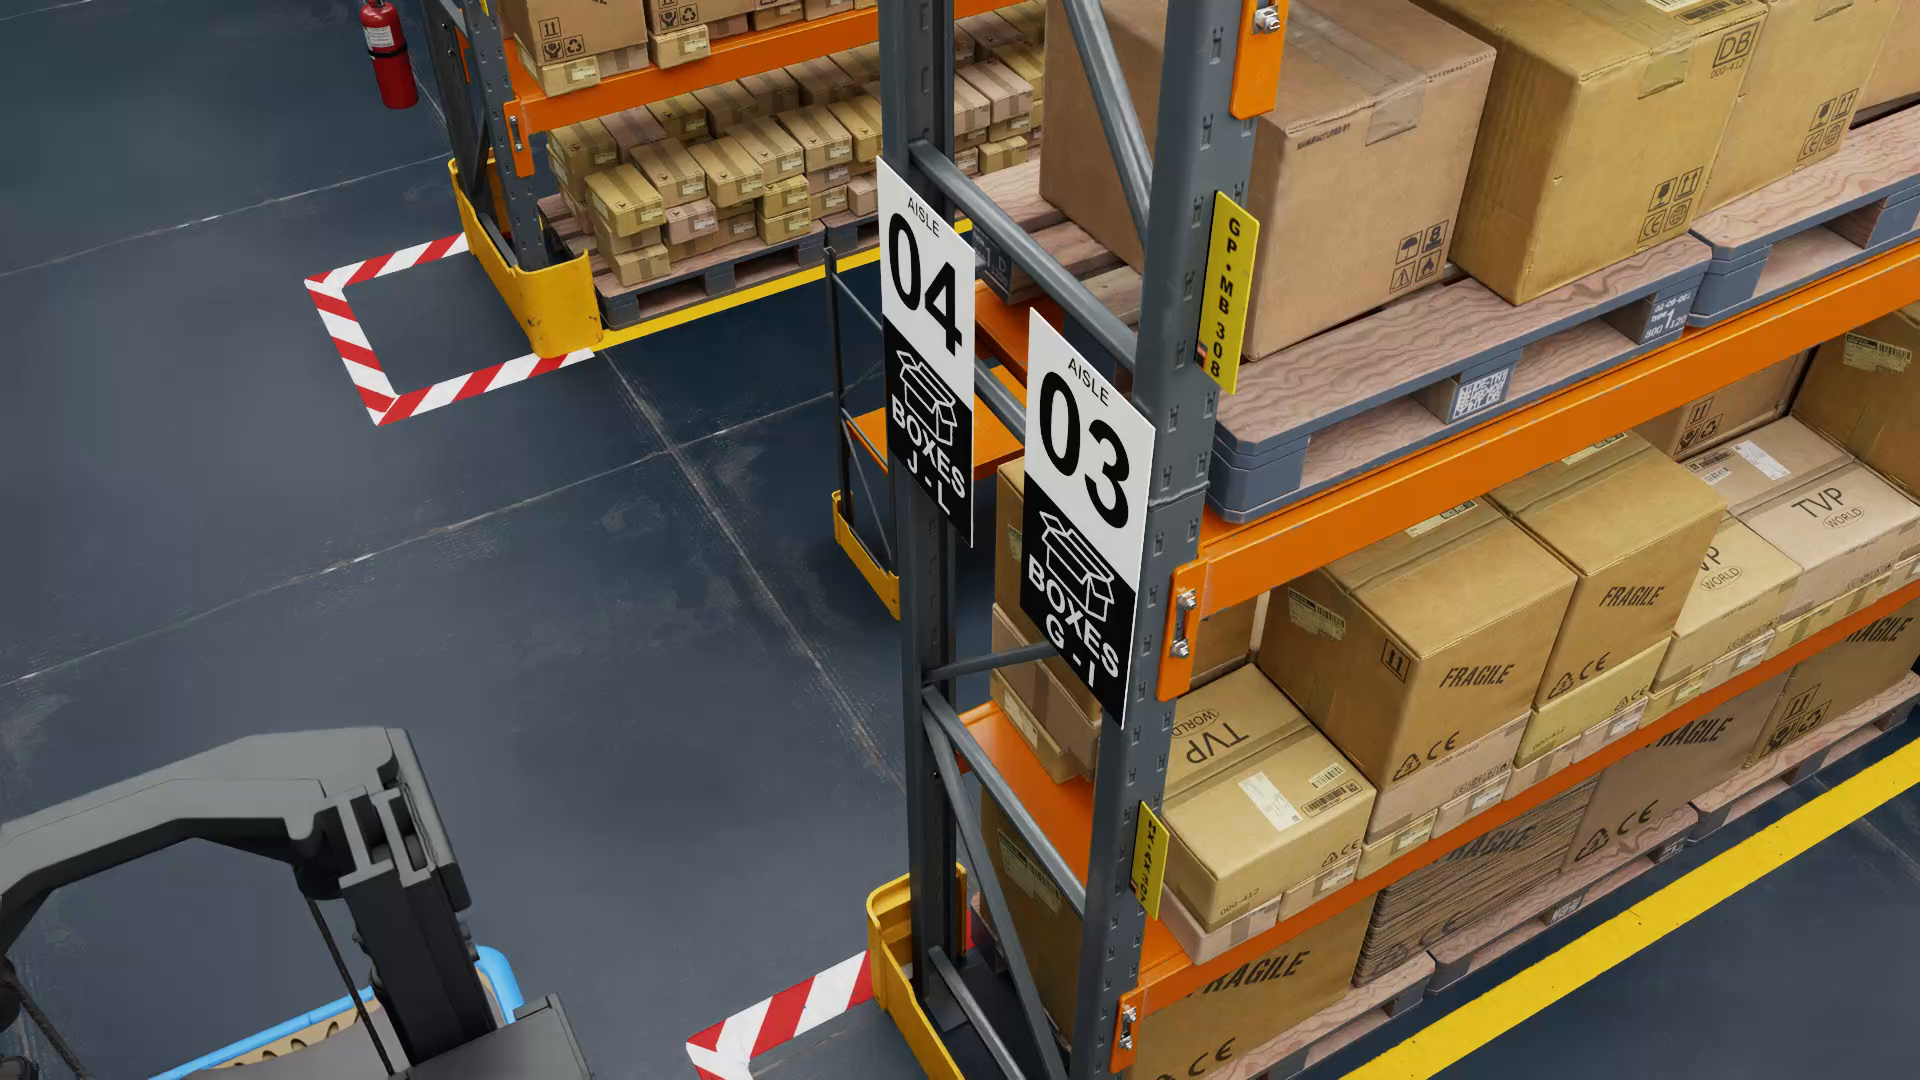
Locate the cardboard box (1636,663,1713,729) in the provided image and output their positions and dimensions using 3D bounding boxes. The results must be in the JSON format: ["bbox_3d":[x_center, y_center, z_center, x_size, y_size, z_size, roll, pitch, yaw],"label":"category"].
[{"bbox_3d":[1.946,0.336,4.859,0.250,0.149,0.380,-23,49,-22],"label":"cardboard box"}]

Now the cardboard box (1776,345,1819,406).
[{"bbox_3d":[2.635,-0.827,5.234,0.500,0.500,0.500,-22,48,-21],"label":"cardboard box"}]

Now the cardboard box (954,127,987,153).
[{"bbox_3d":[-0.061,-2.233,8.858,0.250,0.149,0.380,-24,49,-23],"label":"cardboard box"}]

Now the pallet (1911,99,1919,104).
[{"bbox_3d":[2.894,-1.450,4.430,1.213,0.211,1.003,-22,48,-21],"label":"pallet"}]

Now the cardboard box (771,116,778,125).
[{"bbox_3d":[-1.035,-2.284,8.911,0.250,0.149,0.380,-21,48,-20],"label":"cardboard box"}]

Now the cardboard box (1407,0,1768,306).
[{"bbox_3d":[1.113,-0.929,3.384,0.500,0.500,0.700,-24,49,-22],"label":"cardboard box"}]

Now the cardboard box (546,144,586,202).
[{"bbox_3d":[-1.927,-1.915,8.531,0.250,0.149,0.380,-23,49,-22],"label":"cardboard box"}]

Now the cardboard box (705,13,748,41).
[{"bbox_3d":[-1.182,-2.497,7.779,0.250,0.149,0.380,-20,47,-19],"label":"cardboard box"}]

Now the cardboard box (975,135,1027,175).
[{"bbox_3d":[0.158,-2.140,8.976,0.250,0.149,0.380,-22,48,-21],"label":"cardboard box"}]

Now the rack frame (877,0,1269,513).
[{"bbox_3d":[0.140,-1.448,2.210,0.127,3.000,1.000,-22,48,-21],"label":"rack frame"}]

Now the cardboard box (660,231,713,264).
[{"bbox_3d":[-1.443,-1.582,8.401,0.250,0.149,0.380,-22,48,-21],"label":"cardboard box"}]

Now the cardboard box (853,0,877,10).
[{"bbox_3d":[-0.471,-2.722,8.011,0.250,0.149,0.380,-20,48,-20],"label":"cardboard box"}]

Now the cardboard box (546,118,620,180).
[{"bbox_3d":[-1.910,-2.003,8.408,0.250,0.149,0.380,-21,48,-20],"label":"cardboard box"}]

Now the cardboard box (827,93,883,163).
[{"bbox_3d":[-0.488,-2.112,8.520,0.250,0.149,0.380,-21,48,-20],"label":"cardboard box"}]

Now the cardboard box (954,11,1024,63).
[{"bbox_3d":[0.146,-2.779,9.207,0.250,0.149,0.380,-23,49,-22],"label":"cardboard box"}]

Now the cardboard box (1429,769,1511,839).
[{"bbox_3d":[1.282,0.601,4.587,0.250,0.149,0.380,-23,48,-22],"label":"cardboard box"}]

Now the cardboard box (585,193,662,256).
[{"bbox_3d":[-1.661,-1.587,8.192,0.250,0.149,0.380,-20,48,-19],"label":"cardboard box"}]

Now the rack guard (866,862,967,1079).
[{"bbox_3d":[0.120,1.610,5.161,0.348,0.500,1.175,-22,48,-21],"label":"rack guard"}]

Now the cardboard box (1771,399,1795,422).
[{"bbox_3d":[2.637,-0.562,5.499,0.500,0.250,0.500,-22,48,-21],"label":"cardboard box"}]

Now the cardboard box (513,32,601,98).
[{"bbox_3d":[-1.799,-2.150,7.421,0.250,0.149,0.380,-22,48,-21],"label":"cardboard box"}]

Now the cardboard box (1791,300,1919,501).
[{"bbox_3d":[2.907,-0.513,4.910,0.500,0.500,0.500,-21,48,-21],"label":"cardboard box"}]

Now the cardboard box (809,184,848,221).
[{"bbox_3d":[-0.781,-1.841,8.668,0.250,0.149,0.380,-22,48,-21],"label":"cardboard box"}]

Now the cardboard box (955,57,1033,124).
[{"bbox_3d":[0.180,-2.378,8.794,0.250,0.149,0.380,-24,49,-23],"label":"cardboard box"}]

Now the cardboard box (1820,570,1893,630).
[{"bbox_3d":[2.615,0.068,5.136,0.250,0.149,0.380,-21,48,-20],"label":"cardboard box"}]

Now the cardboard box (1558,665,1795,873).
[{"bbox_3d":[2.216,0.422,5.815,0.875,0.875,0.875,-22,48,-21],"label":"cardboard box"}]

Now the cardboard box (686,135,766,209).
[{"bbox_3d":[-1.158,-1.822,8.221,0.250,0.149,0.380,-22,48,-21],"label":"cardboard box"}]

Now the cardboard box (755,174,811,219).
[{"bbox_3d":[-0.950,-1.809,8.422,0.250,0.149,0.380,-20,48,-20],"label":"cardboard box"}]

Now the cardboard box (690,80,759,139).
[{"bbox_3d":[-1.246,-2.274,8.687,0.250,0.149,0.380,-24,49,-22],"label":"cardboard box"}]

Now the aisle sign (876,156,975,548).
[{"bbox_3d":[-0.071,-0.384,3.555,0.004,0.787,0.394,-22,48,-21],"label":"aisle sign"}]

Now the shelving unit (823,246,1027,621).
[{"bbox_3d":[0.066,-0.565,6.684,1.083,1.500,0.587,-22,48,-21],"label":"shelving unit"}]

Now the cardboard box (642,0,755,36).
[{"bbox_3d":[-1.265,-2.658,7.479,0.500,0.500,0.500,-22,48,-21],"label":"cardboard box"}]

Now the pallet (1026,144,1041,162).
[{"bbox_3d":[0.661,-2.458,9.561,1.213,0.211,1.003,-22,48,-21],"label":"pallet"}]

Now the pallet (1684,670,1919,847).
[{"bbox_3d":[2.910,0.534,6.478,1.213,0.211,1.003,-22,48,-21],"label":"pallet"}]

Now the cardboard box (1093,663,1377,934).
[{"bbox_3d":[0.691,0.648,4.252,0.500,0.250,0.500,-23,49,-22],"label":"cardboard box"}]

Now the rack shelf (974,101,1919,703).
[{"bbox_3d":[1.875,-0.808,4.220,4.000,0.370,1.077,-22,48,-21],"label":"rack shelf"}]

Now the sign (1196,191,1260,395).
[{"bbox_3d":[0.412,-0.377,2.575,0.005,0.325,0.100,-22,48,-21],"label":"sign"}]

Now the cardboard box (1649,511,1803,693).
[{"bbox_3d":[2.026,0.107,4.809,0.500,0.250,0.500,-23,49,-22],"label":"cardboard box"}]

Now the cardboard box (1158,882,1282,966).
[{"bbox_3d":[0.613,0.871,4.309,0.250,0.149,0.380,-21,48,-21],"label":"cardboard box"}]

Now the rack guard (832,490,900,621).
[{"bbox_3d":[-0.366,0.057,6.942,0.087,0.250,0.587,-22,48,-21],"label":"rack guard"}]

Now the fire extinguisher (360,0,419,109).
[{"bbox_3d":[-2.691,-2.355,7.776,0.183,0.674,0.296,-22,48,-21],"label":"fire extinguisher"}]

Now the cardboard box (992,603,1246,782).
[{"bbox_3d":[0.428,0.323,4.587,0.500,0.250,0.500,-23,48,-22],"label":"cardboard box"}]

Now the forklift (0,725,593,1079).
[{"bbox_3d":[-1.014,1.866,3.152,1.130,2.935,3.031,-20,48,-20],"label":"forklift"}]

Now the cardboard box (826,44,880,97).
[{"bbox_3d":[-0.544,-2.533,8.954,0.250,0.149,0.380,-22,48,-21],"label":"cardboard box"}]
